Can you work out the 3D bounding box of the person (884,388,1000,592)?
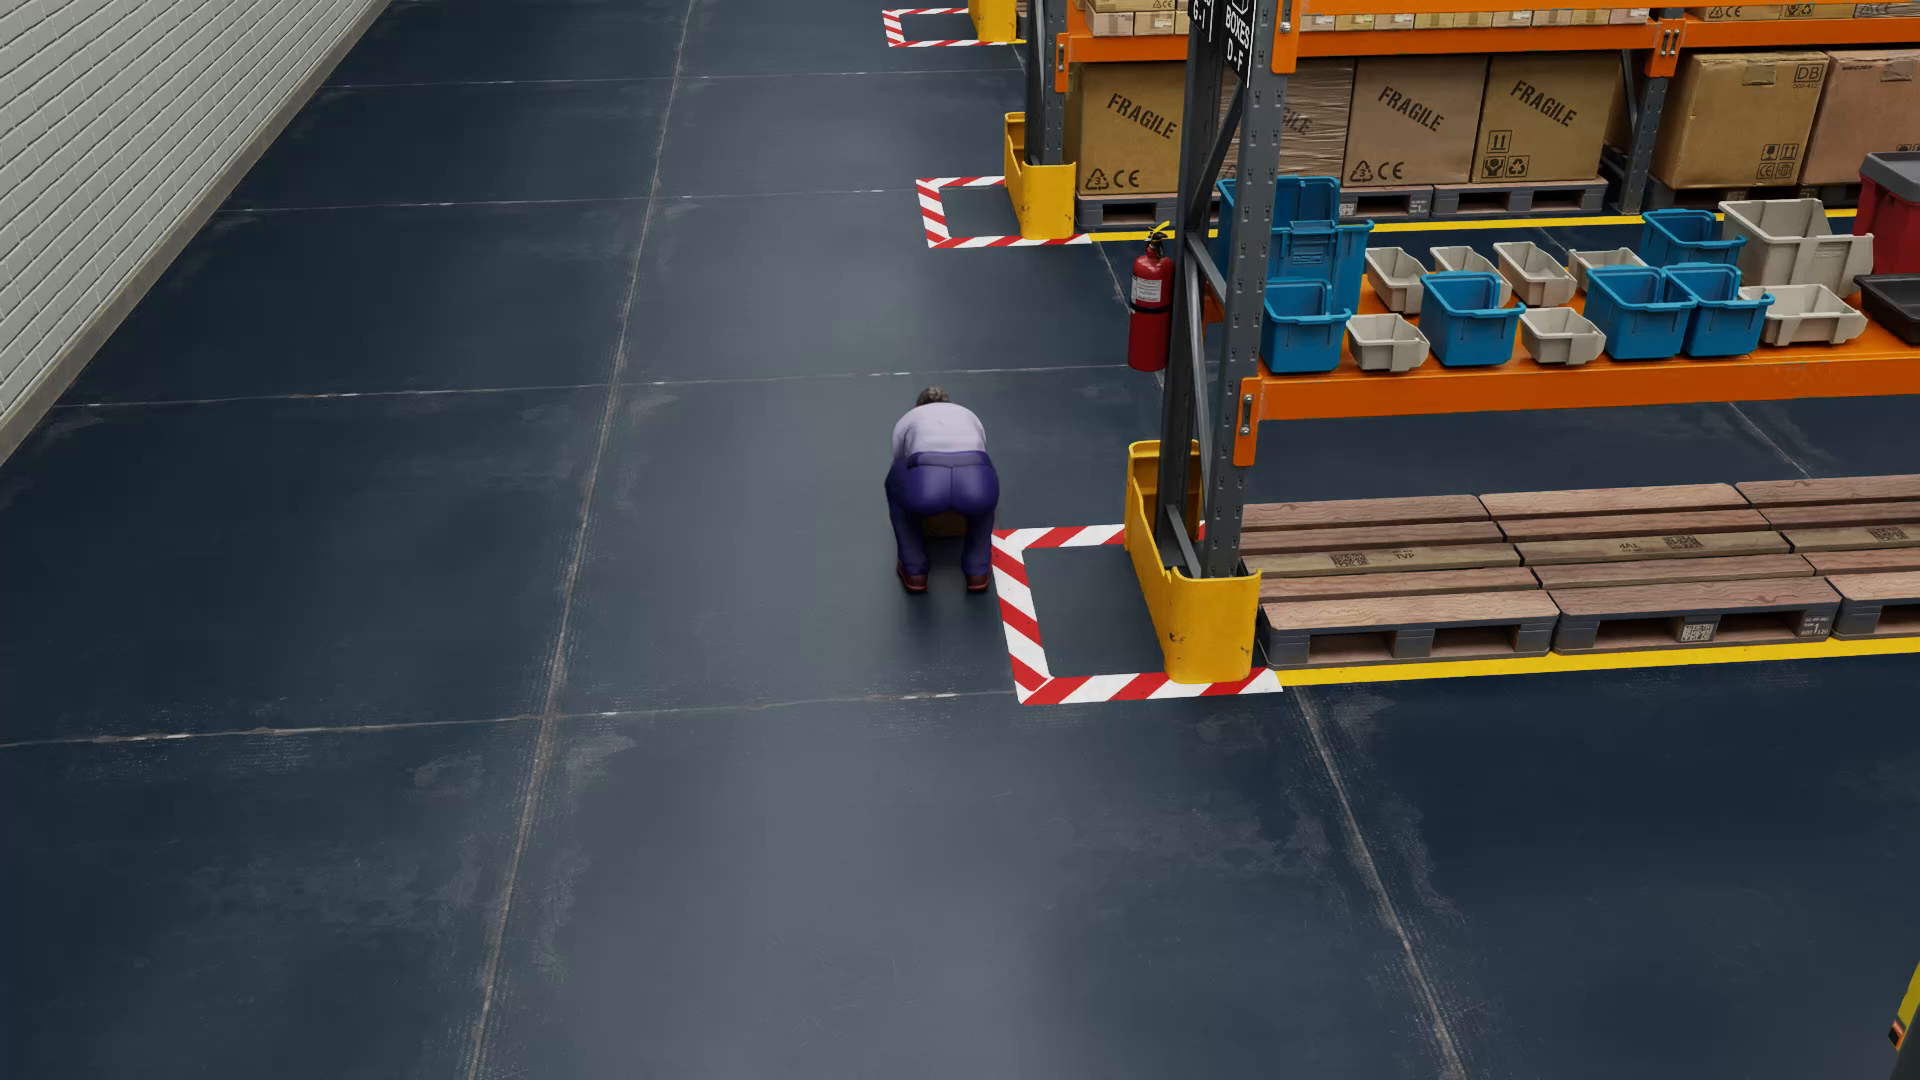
[{"bbox_3d":[-0.078,-0.224,7.398,0.516,0.763,0.905,-2,31,-3],"label":"person"}]
